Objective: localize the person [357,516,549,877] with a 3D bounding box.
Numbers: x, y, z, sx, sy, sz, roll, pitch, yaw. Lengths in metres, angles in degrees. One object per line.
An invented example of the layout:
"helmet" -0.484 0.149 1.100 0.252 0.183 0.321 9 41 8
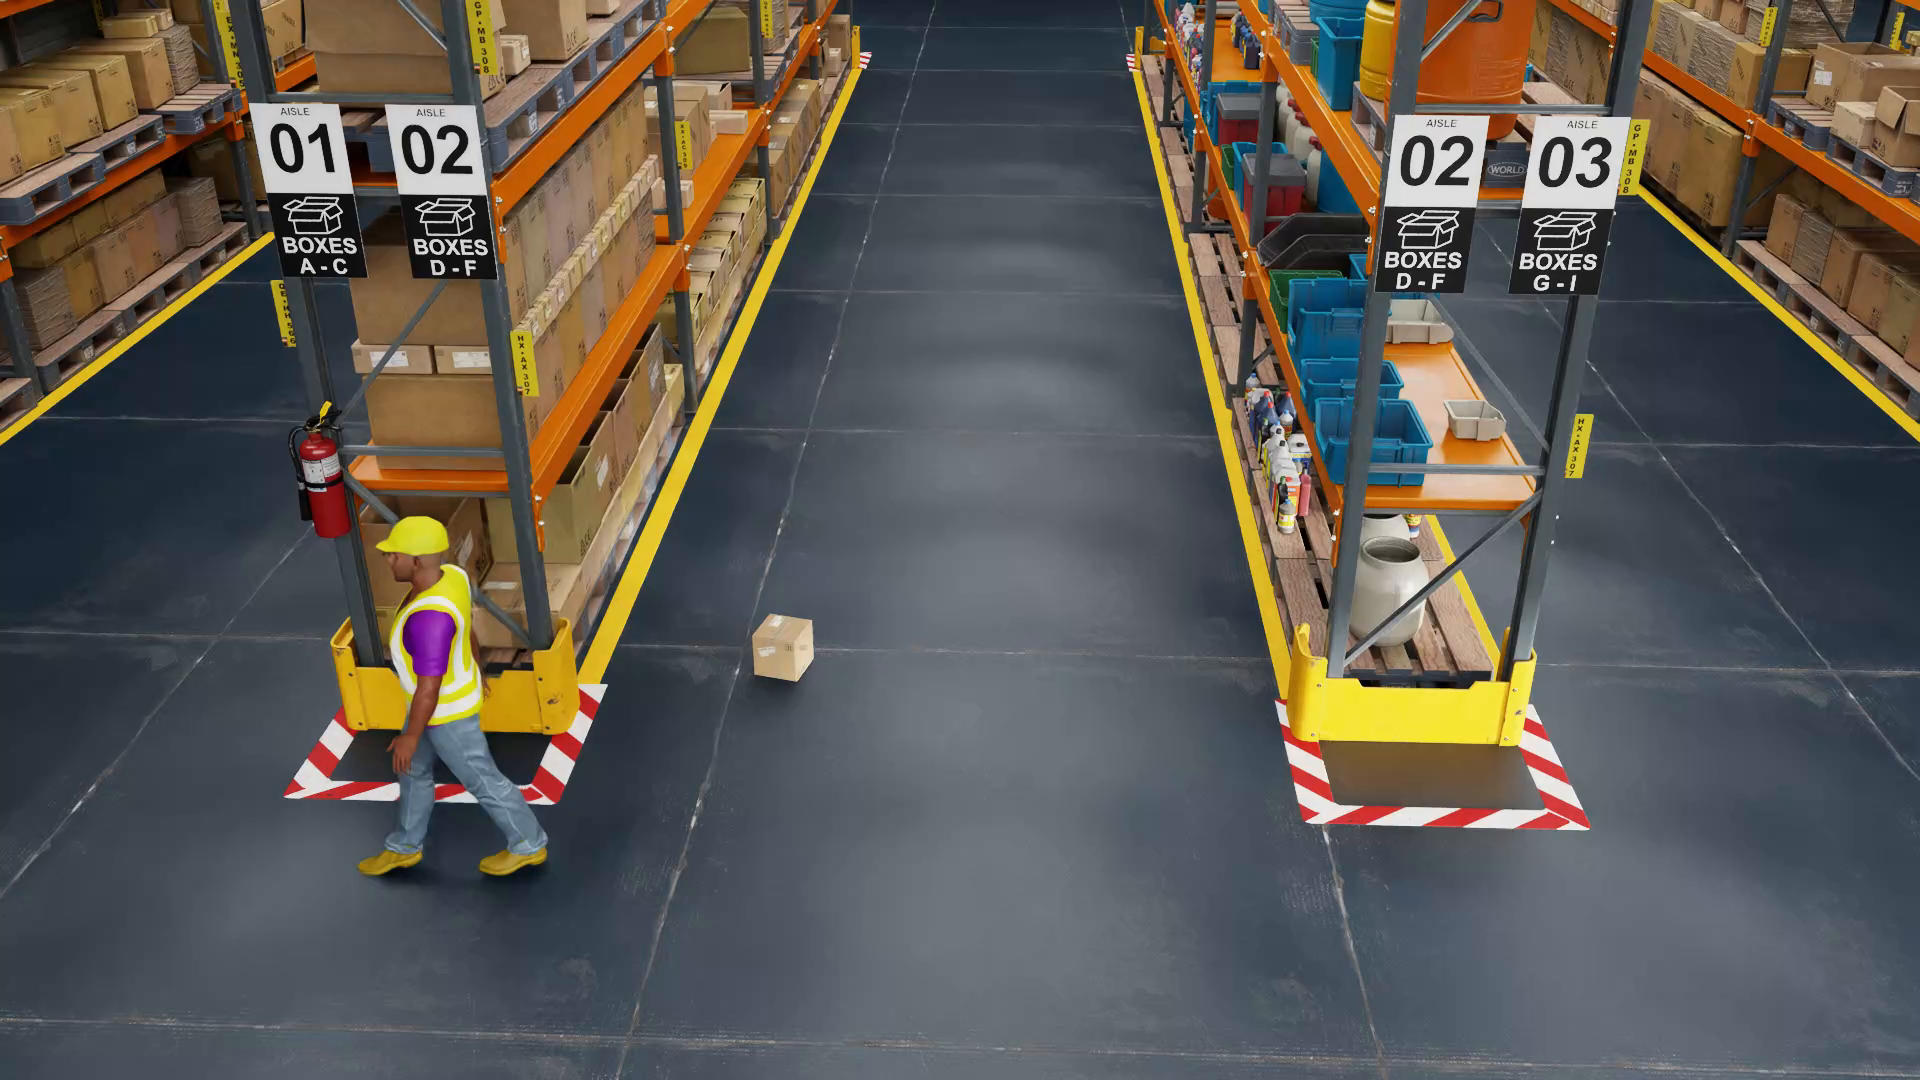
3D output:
"person" -2.320 0.727 7.226 0.869 1.767 0.656 -6 28 -12
